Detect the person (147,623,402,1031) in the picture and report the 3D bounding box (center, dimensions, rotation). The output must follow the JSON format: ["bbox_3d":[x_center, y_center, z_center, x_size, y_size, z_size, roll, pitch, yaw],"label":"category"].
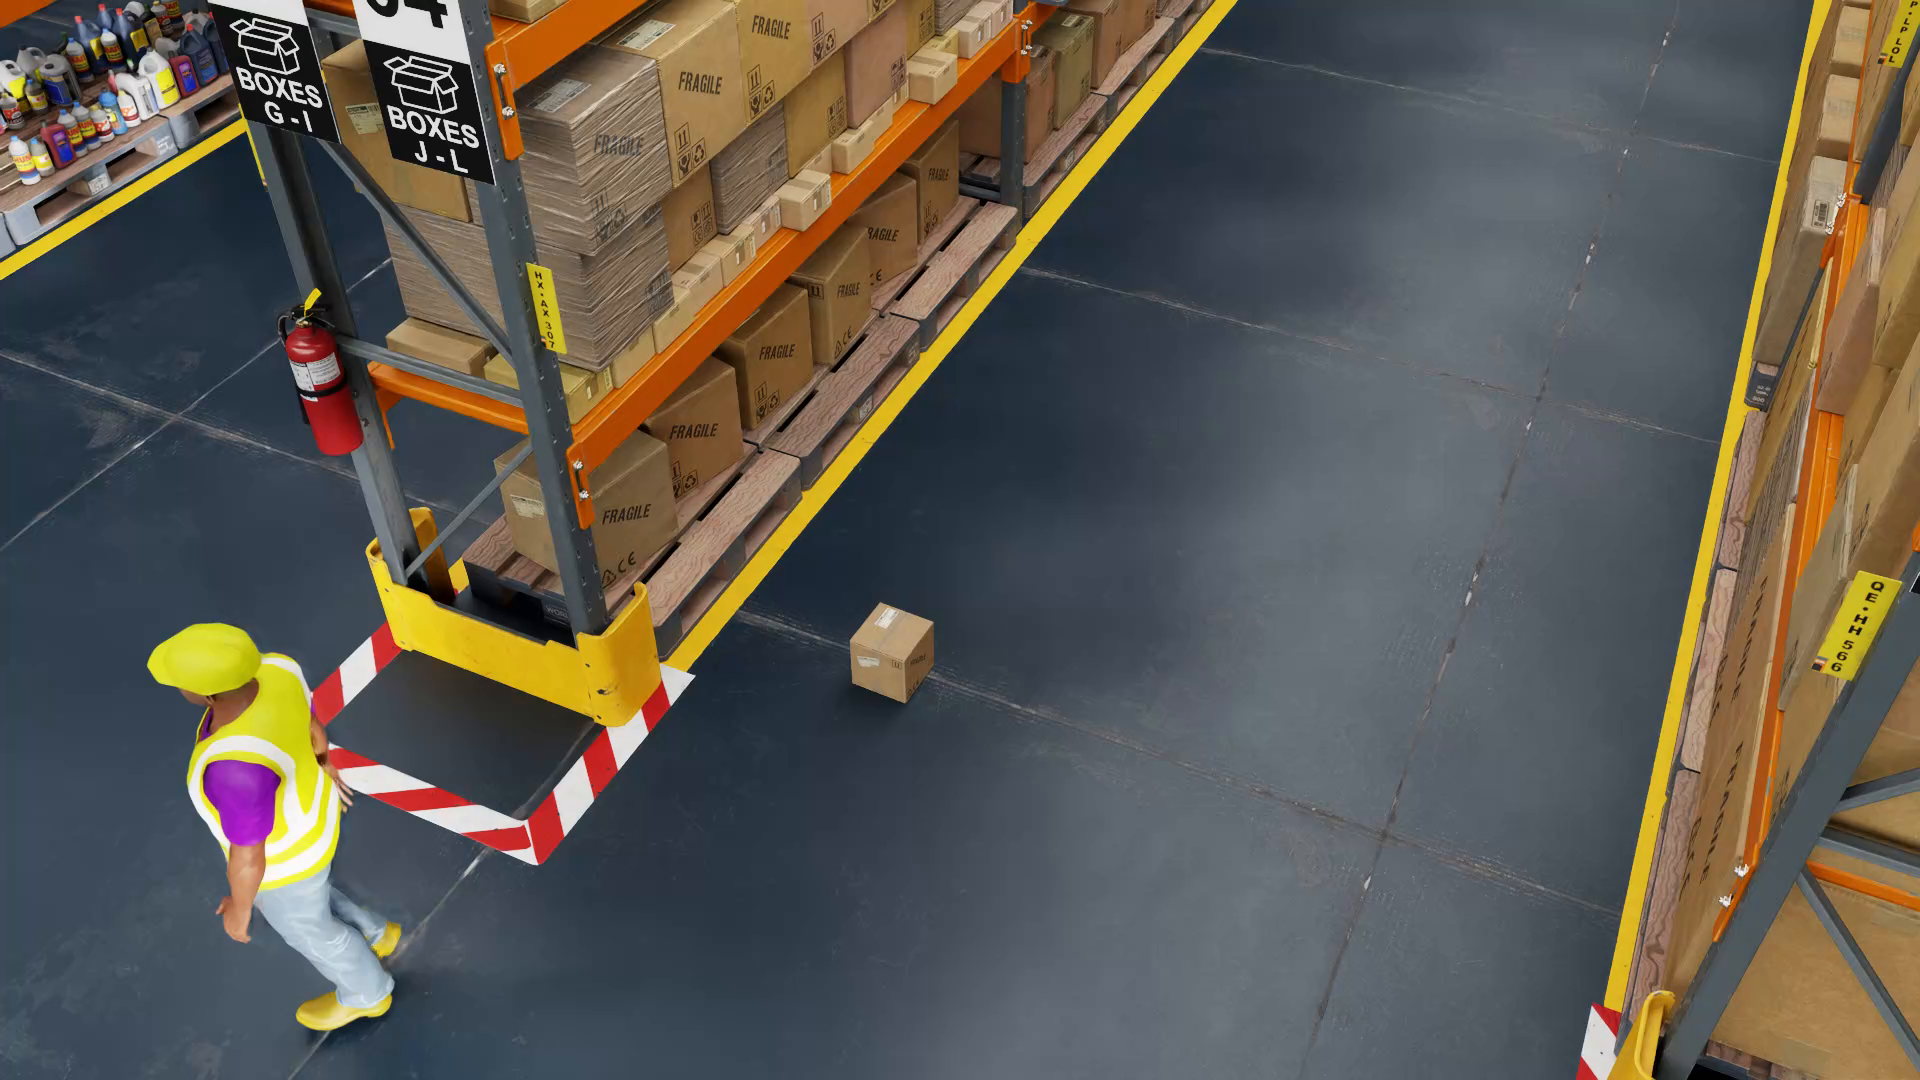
[{"bbox_3d":[-2.099,0.911,5.096,0.453,1.785,0.593,-7,42,-7],"label":"person"}]
